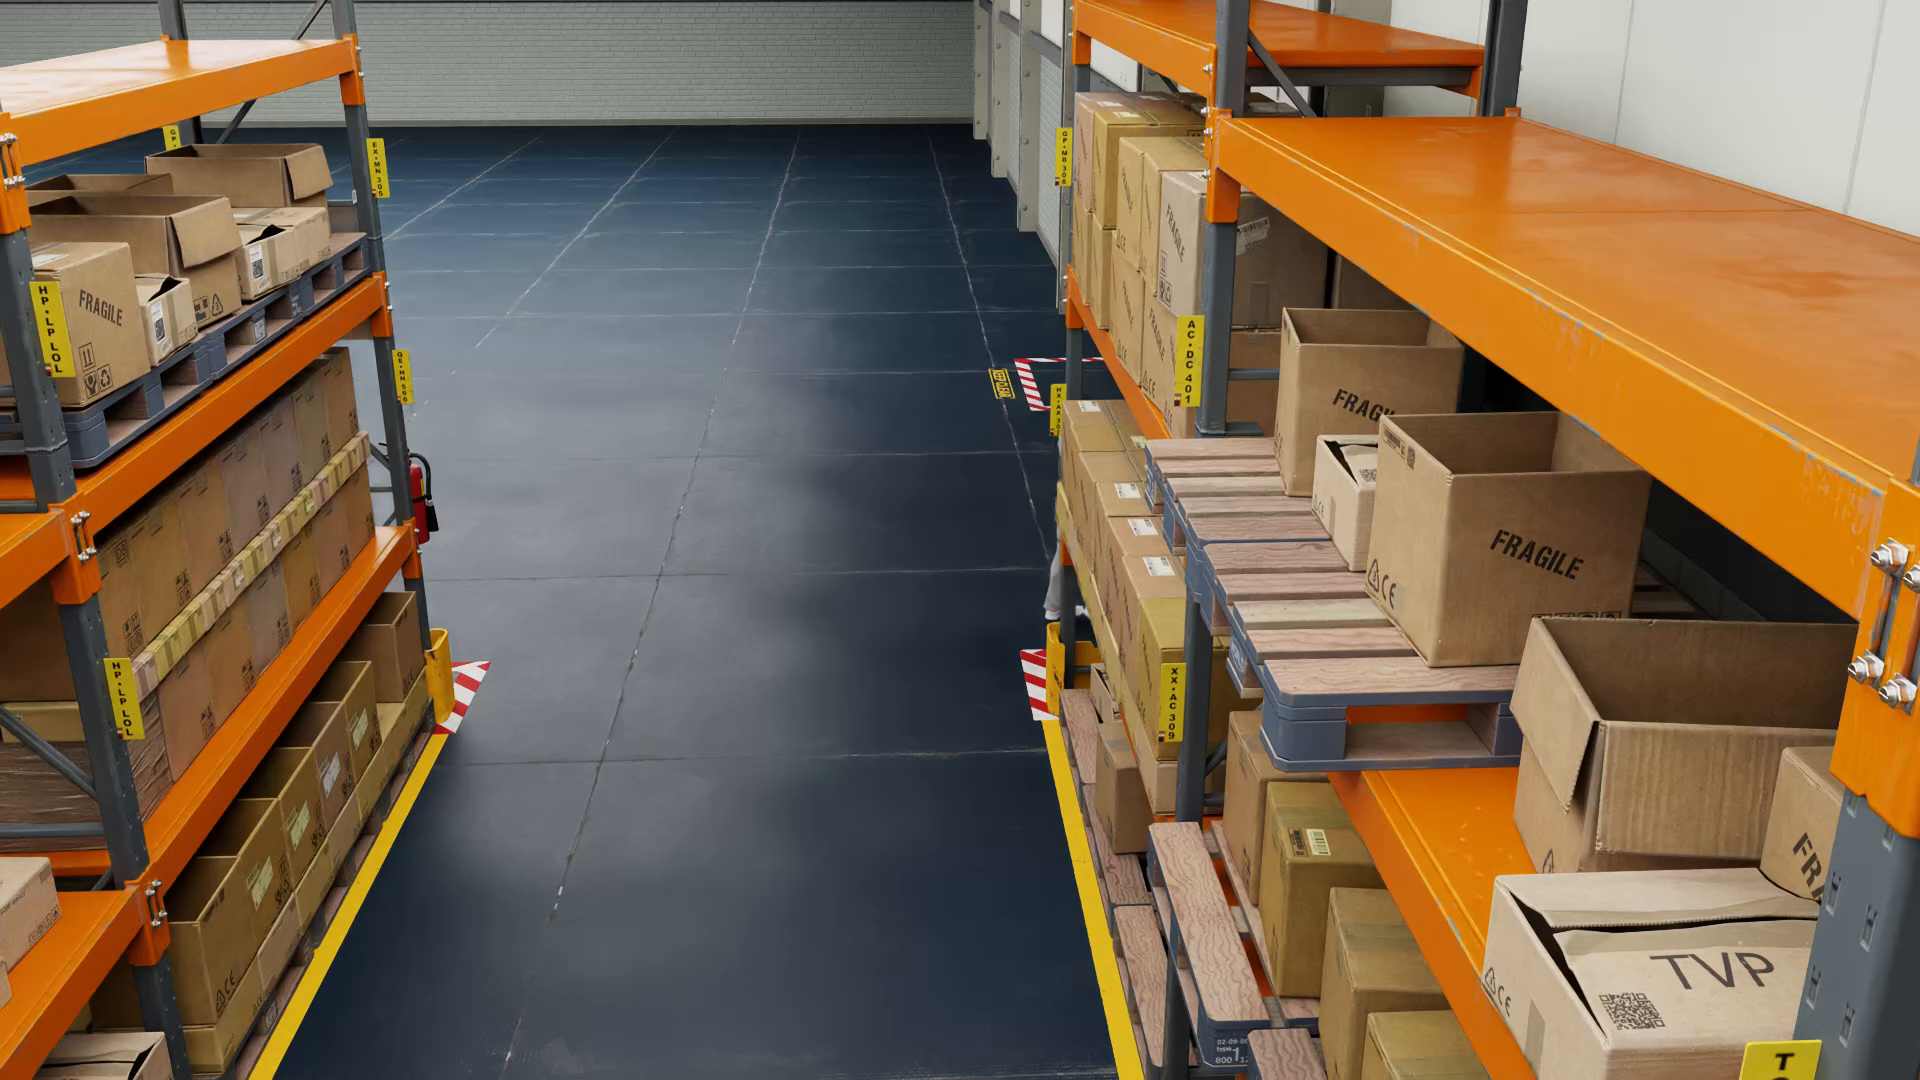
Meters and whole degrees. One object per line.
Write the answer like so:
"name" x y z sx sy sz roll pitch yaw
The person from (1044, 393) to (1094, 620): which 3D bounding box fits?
"person" 0.860 -0.187 11.618 0.513 1.736 0.460 -7 22 -18
